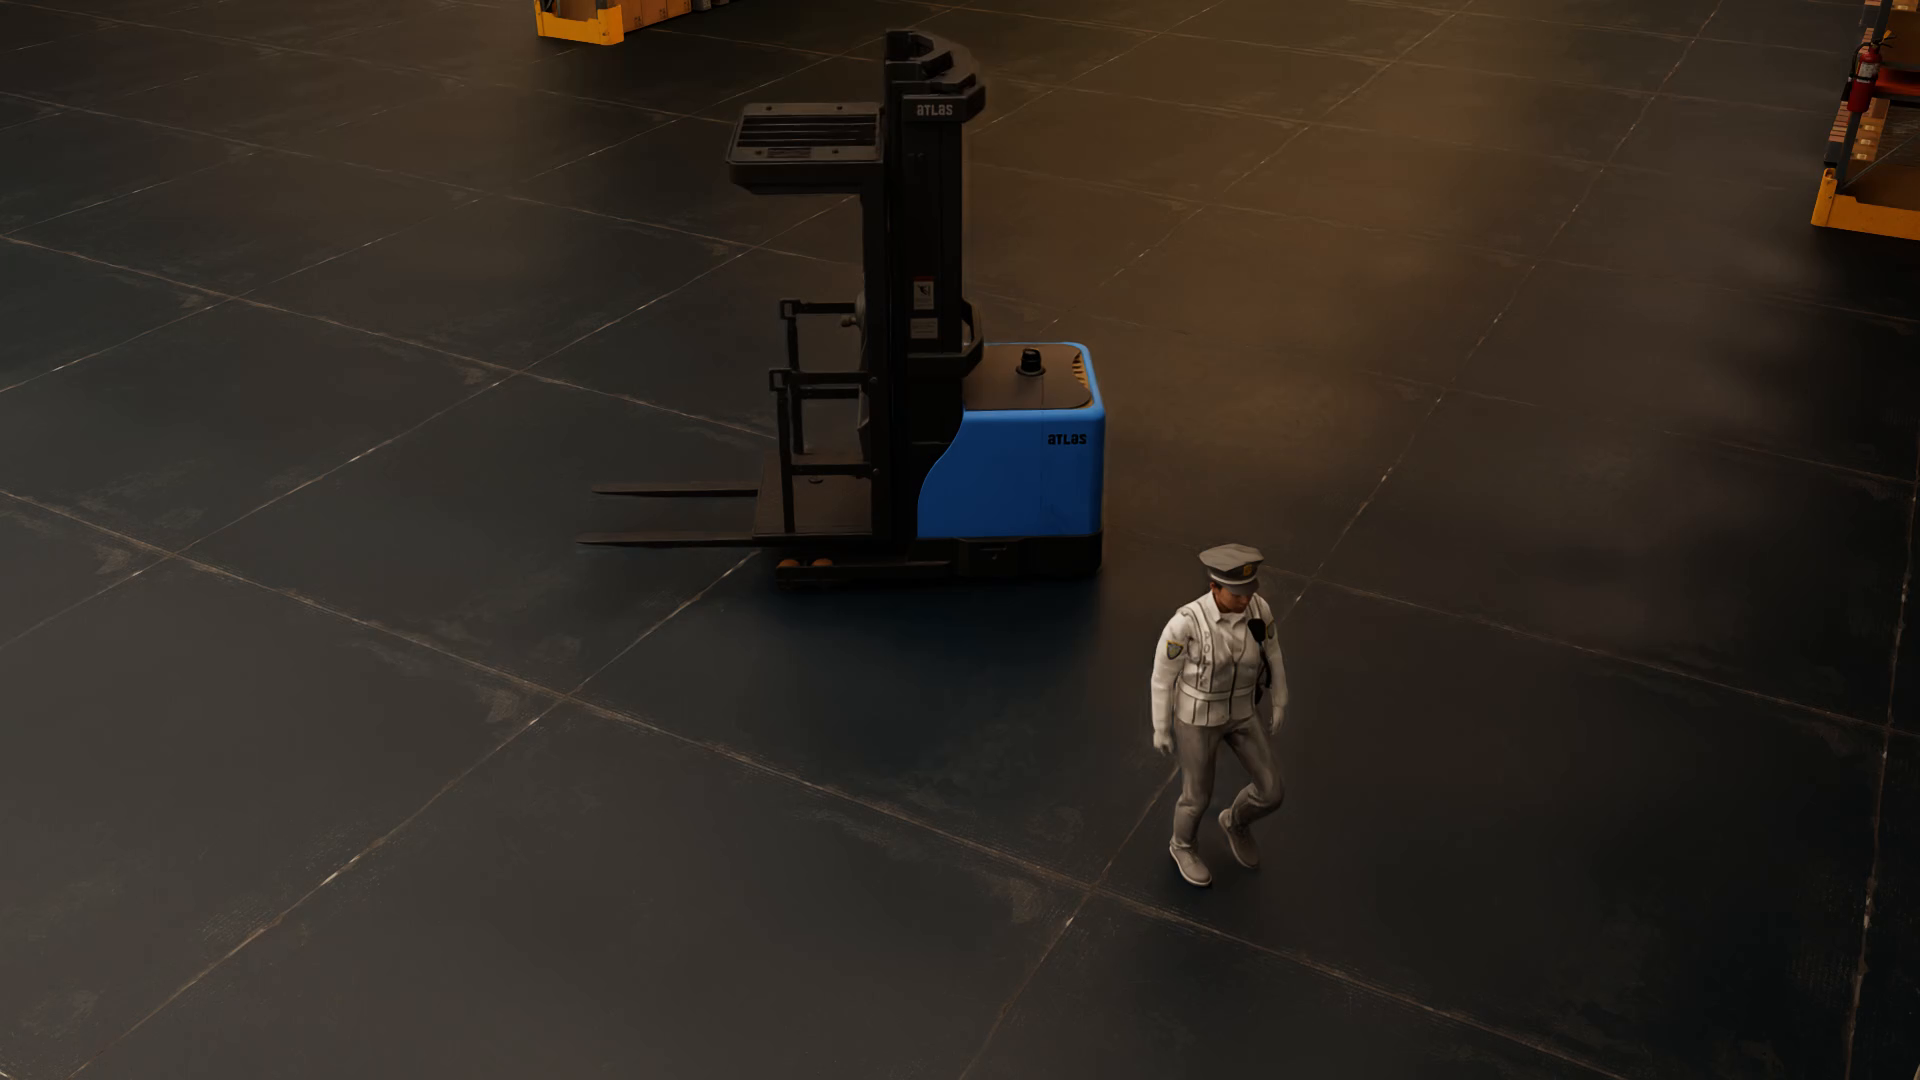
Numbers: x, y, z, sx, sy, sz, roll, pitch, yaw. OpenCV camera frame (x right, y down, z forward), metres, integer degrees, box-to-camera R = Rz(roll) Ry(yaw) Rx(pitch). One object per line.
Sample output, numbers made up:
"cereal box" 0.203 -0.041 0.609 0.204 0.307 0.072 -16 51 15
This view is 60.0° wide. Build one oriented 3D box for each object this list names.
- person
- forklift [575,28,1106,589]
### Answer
"person" 1.122 0.774 7.013 0.611 1.653 0.440 -11 32 -18
"forklift" -0.710 -1.260 9.253 3.031 2.935 1.130 -1 30 -2
